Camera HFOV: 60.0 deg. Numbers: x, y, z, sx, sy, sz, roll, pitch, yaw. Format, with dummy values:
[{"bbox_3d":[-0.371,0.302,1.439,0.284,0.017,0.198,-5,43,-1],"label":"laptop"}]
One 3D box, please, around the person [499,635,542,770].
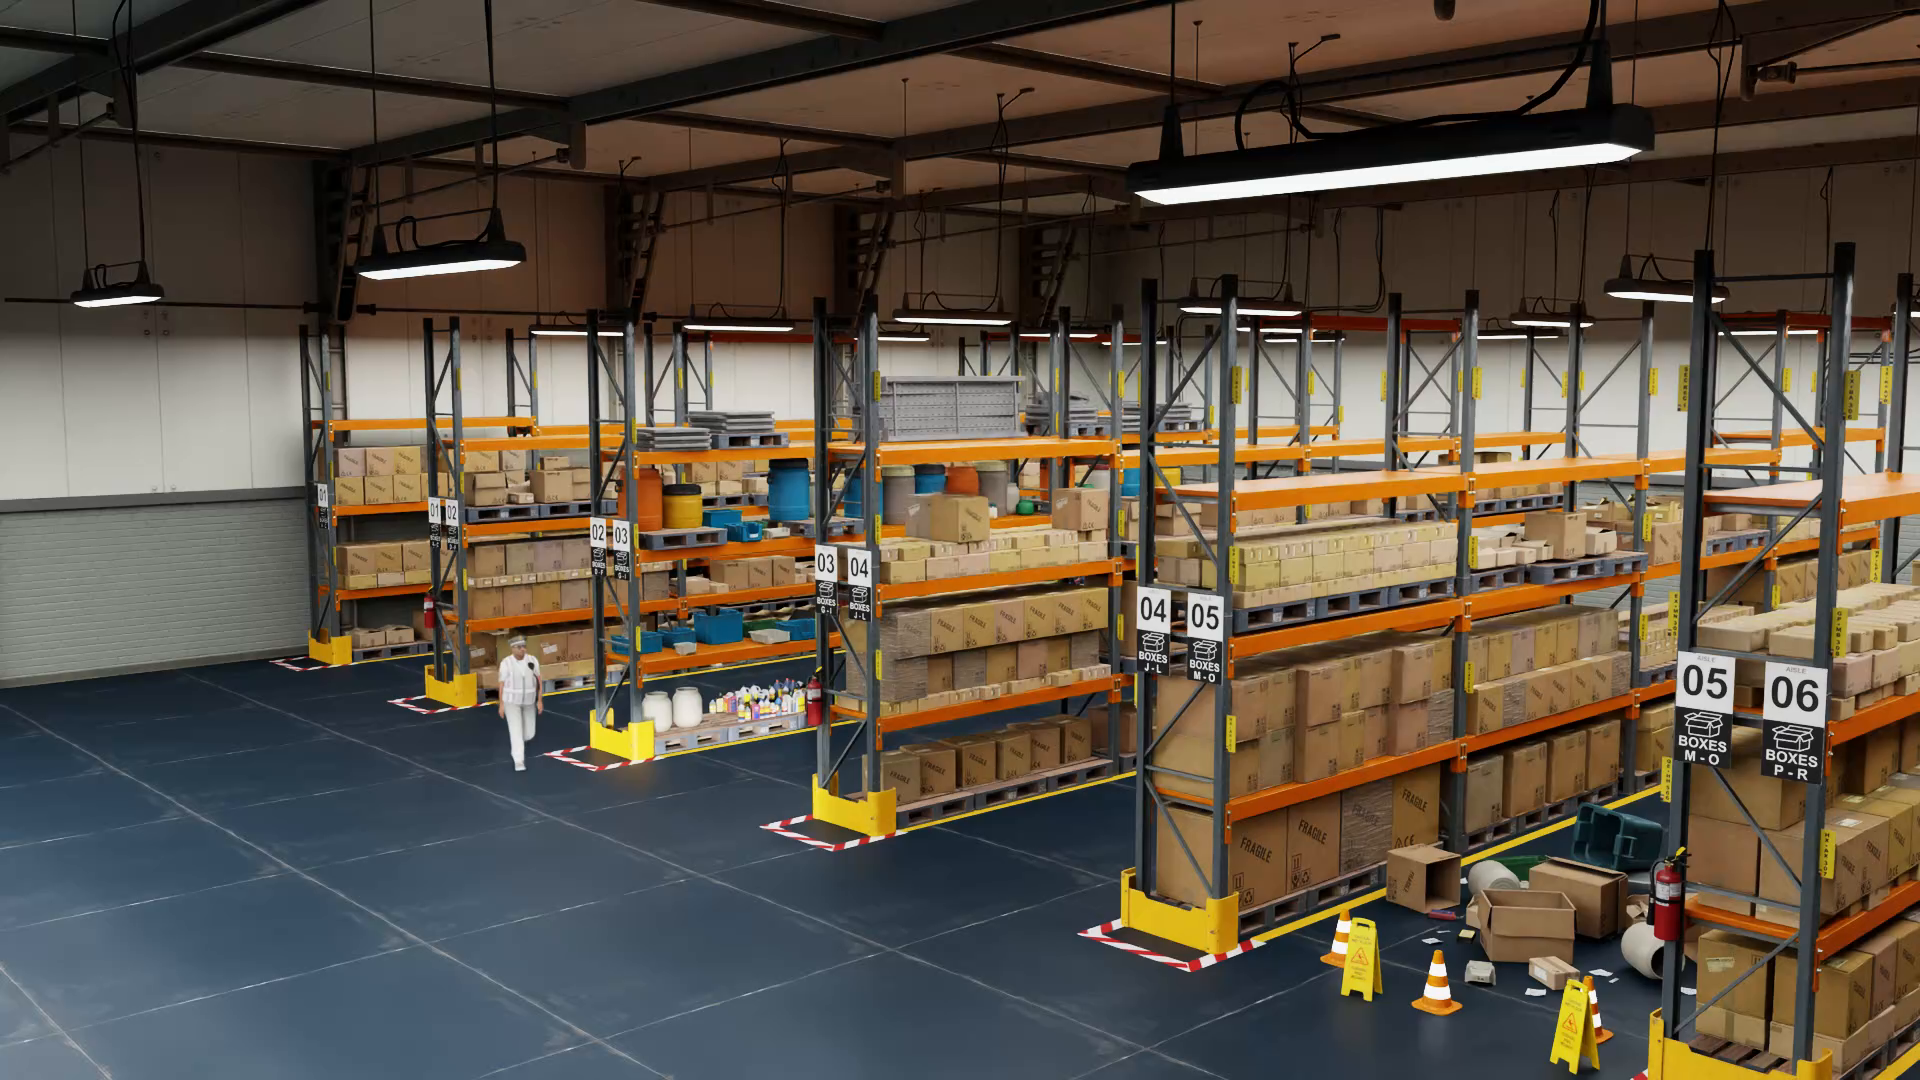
[{"bbox_3d":[-5.759,2.093,21.776,0.561,1.722,0.857,-3,7,-29],"label":"person"}]
